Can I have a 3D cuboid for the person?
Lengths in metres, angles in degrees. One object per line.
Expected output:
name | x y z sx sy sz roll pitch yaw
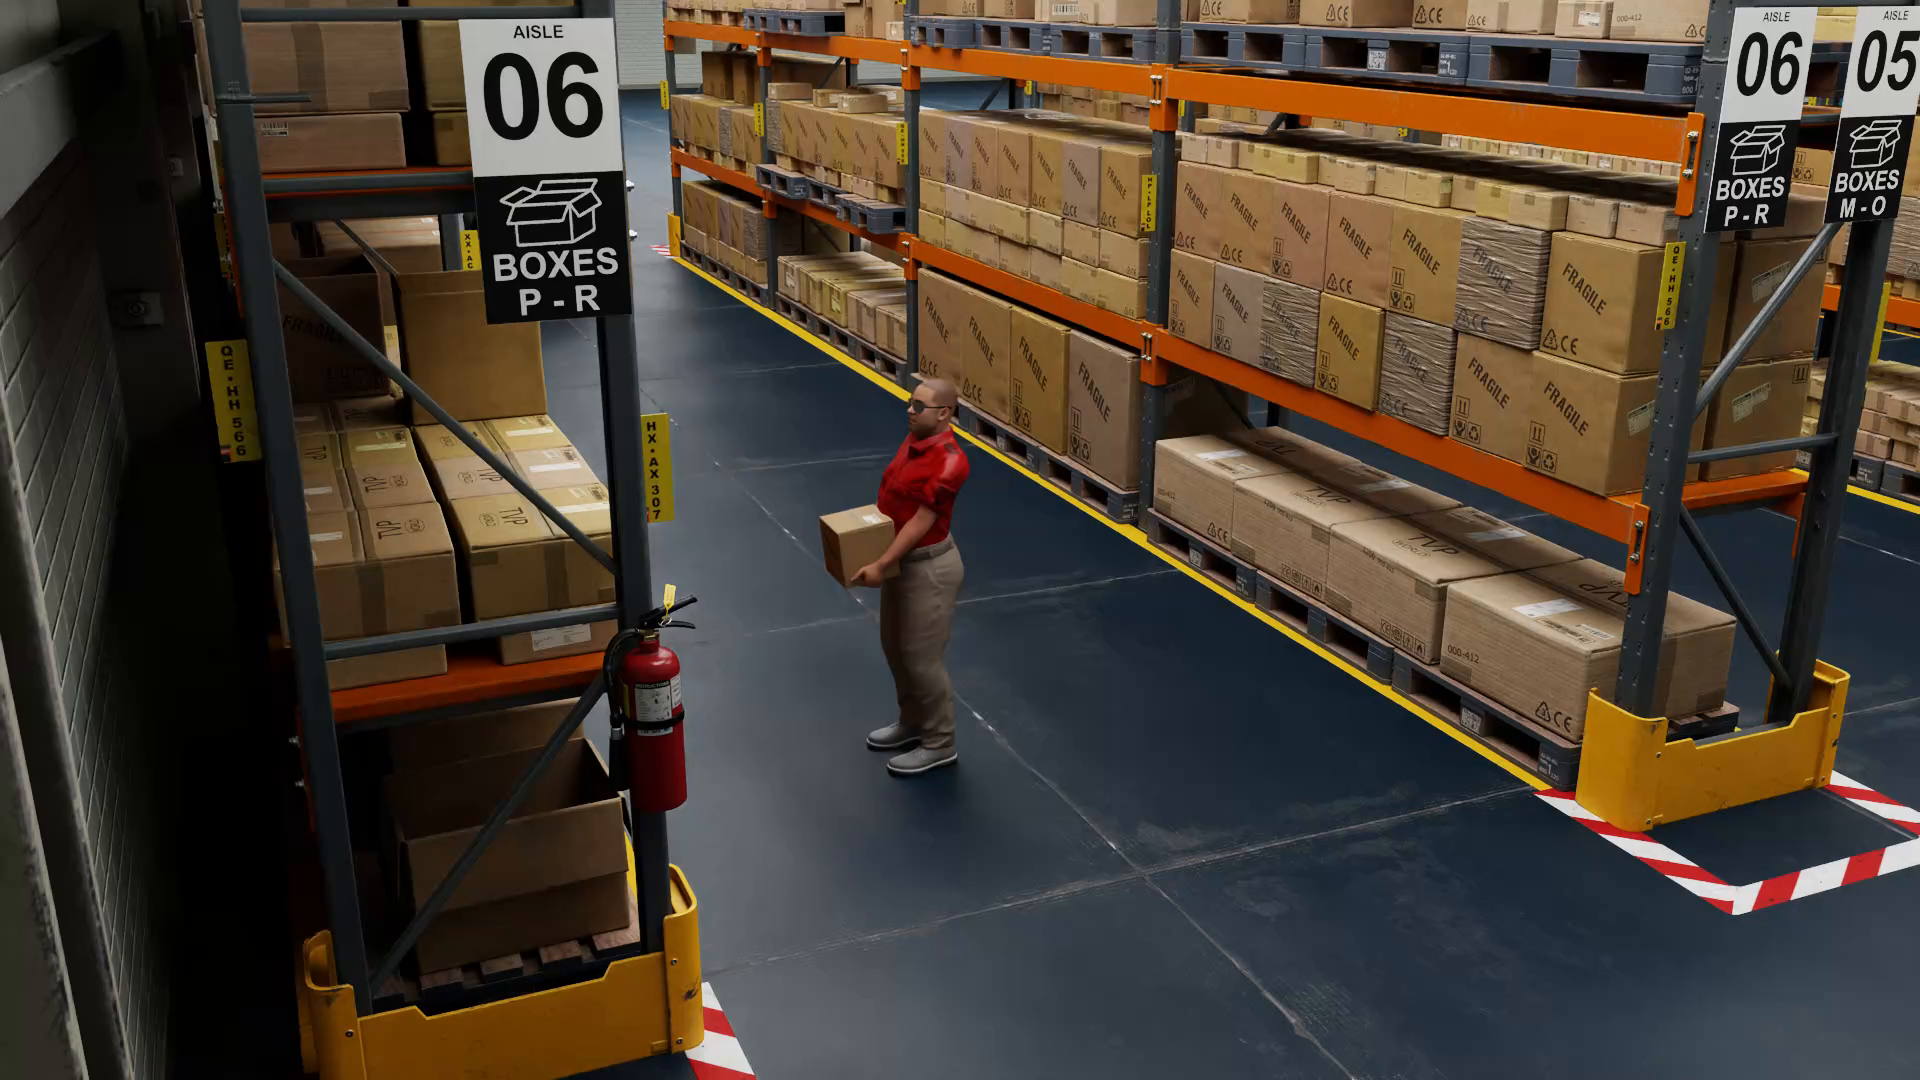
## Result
person | -0.255 0.158 7.142 0.531 1.713 0.494 -8 20 -21
